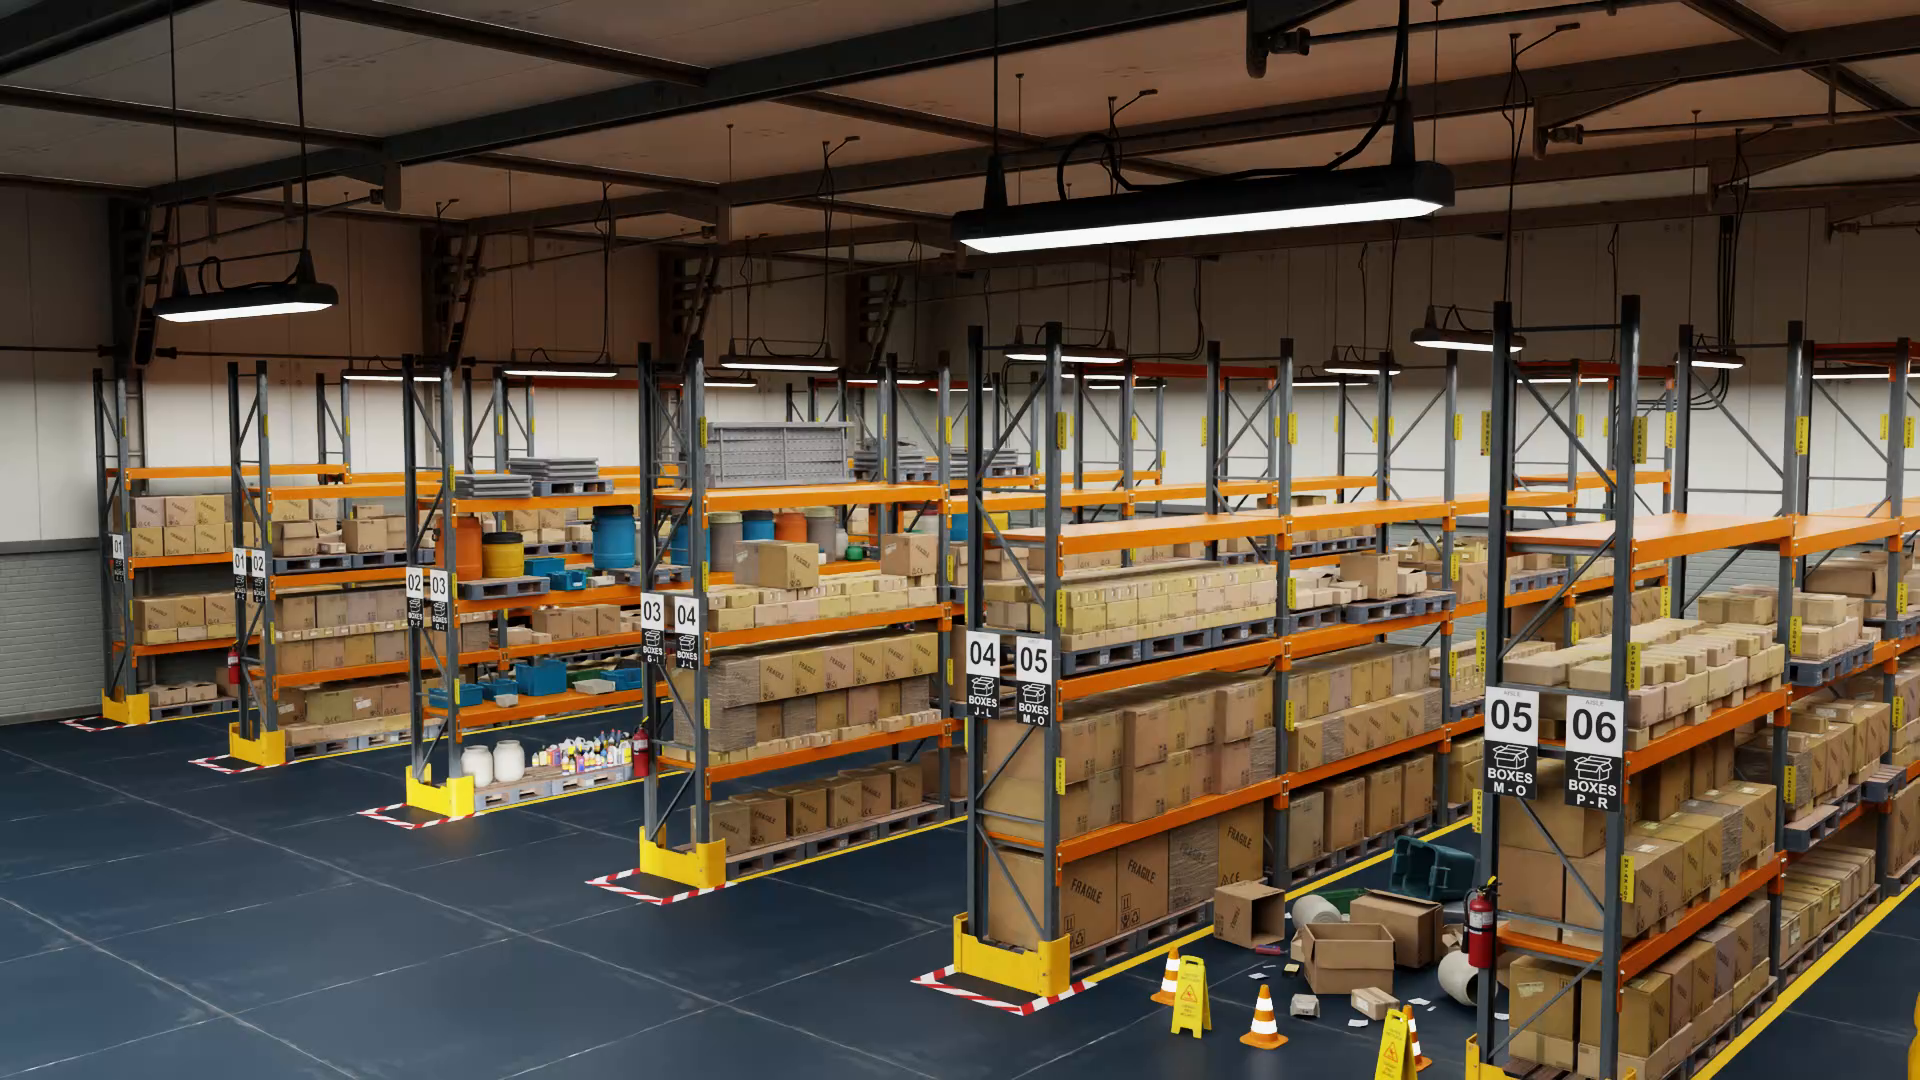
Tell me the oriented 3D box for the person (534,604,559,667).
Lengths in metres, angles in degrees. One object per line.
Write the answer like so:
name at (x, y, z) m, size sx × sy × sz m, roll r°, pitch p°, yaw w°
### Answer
person at (-8.043, 1.924, 32.233) m, size 0.572 × 1.788 × 0.712 m, roll 1°, pitch 4°, yaw 20°
